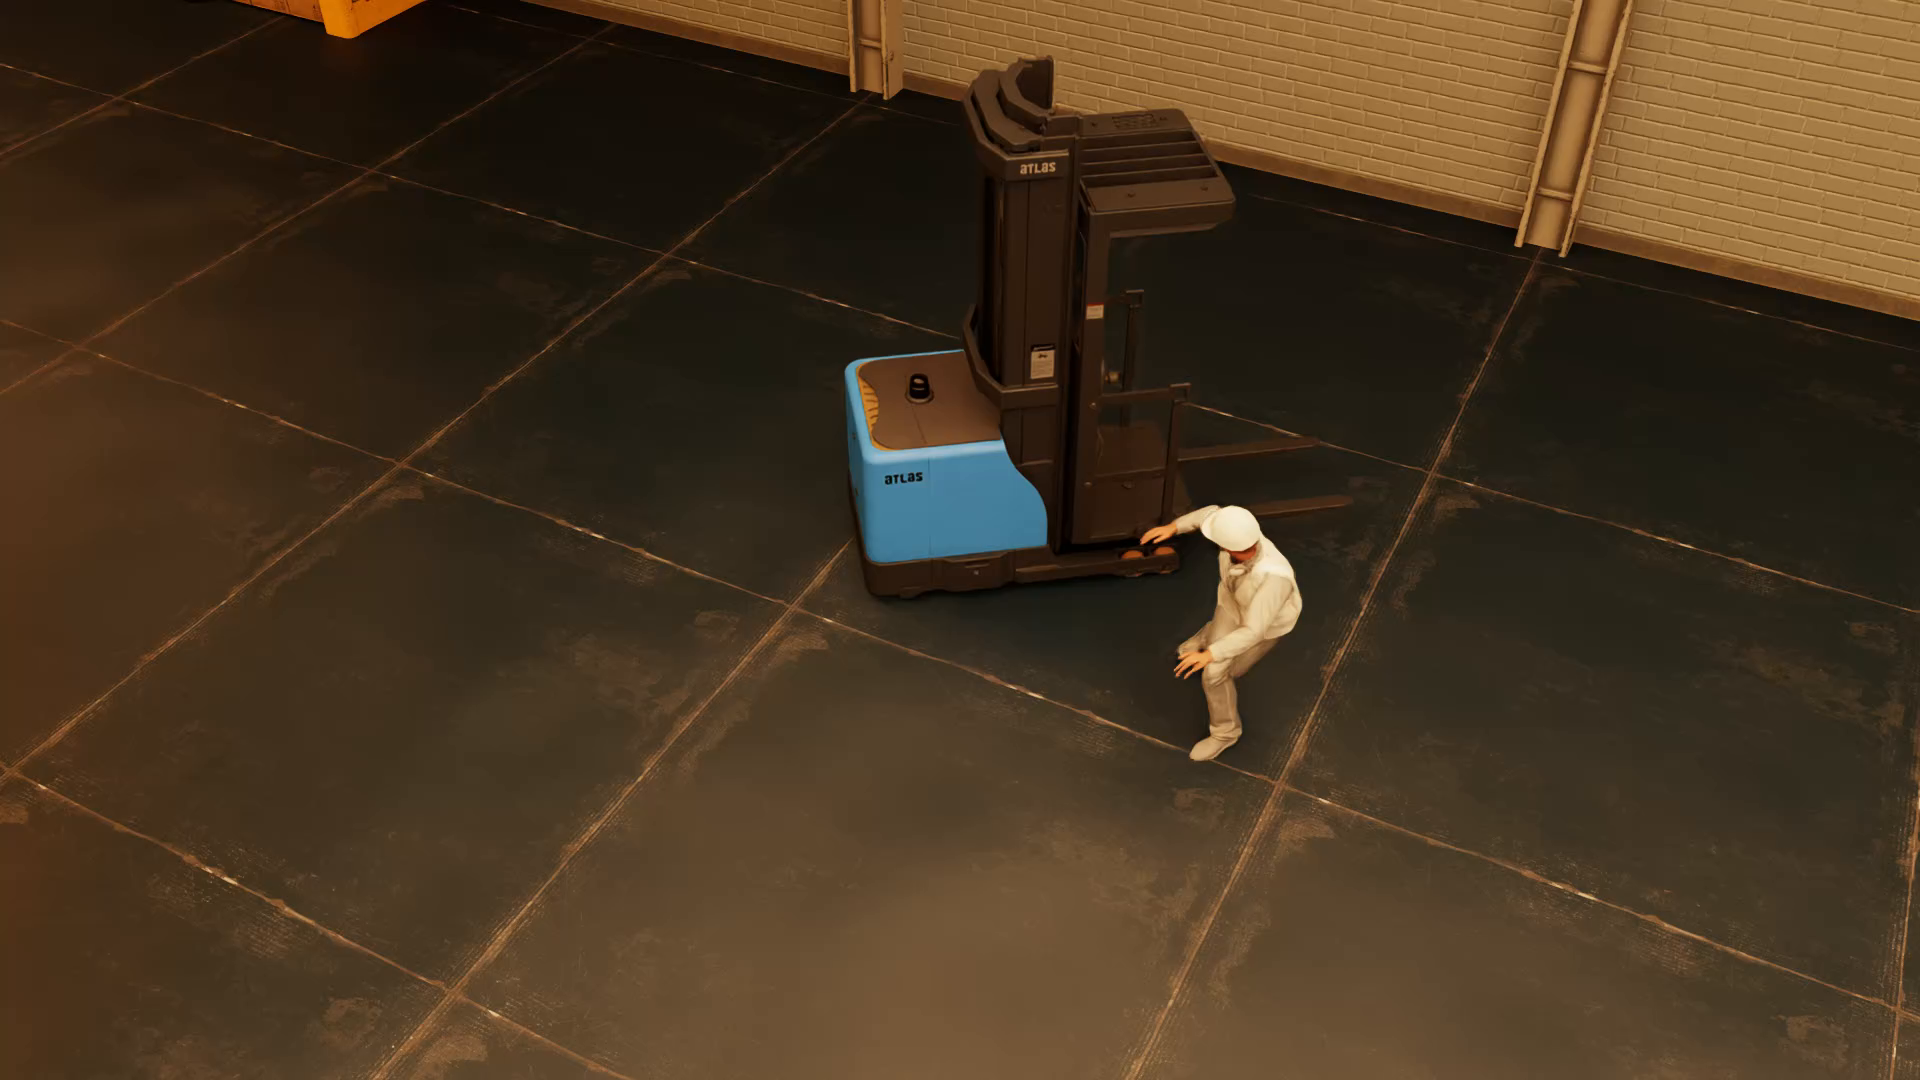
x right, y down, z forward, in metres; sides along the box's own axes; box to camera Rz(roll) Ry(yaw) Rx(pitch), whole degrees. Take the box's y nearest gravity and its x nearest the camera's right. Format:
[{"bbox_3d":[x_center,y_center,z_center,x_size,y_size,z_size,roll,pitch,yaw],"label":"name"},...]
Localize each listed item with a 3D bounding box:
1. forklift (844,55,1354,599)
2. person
[{"bbox_3d":[0.867,-1.227,9.443,3.031,2.935,1.130,-6,41,-7],"label":"forklift"},{"bbox_3d":[1.264,0.396,8.621,0.881,1.551,1.100,25,46,26],"label":"person"}]
